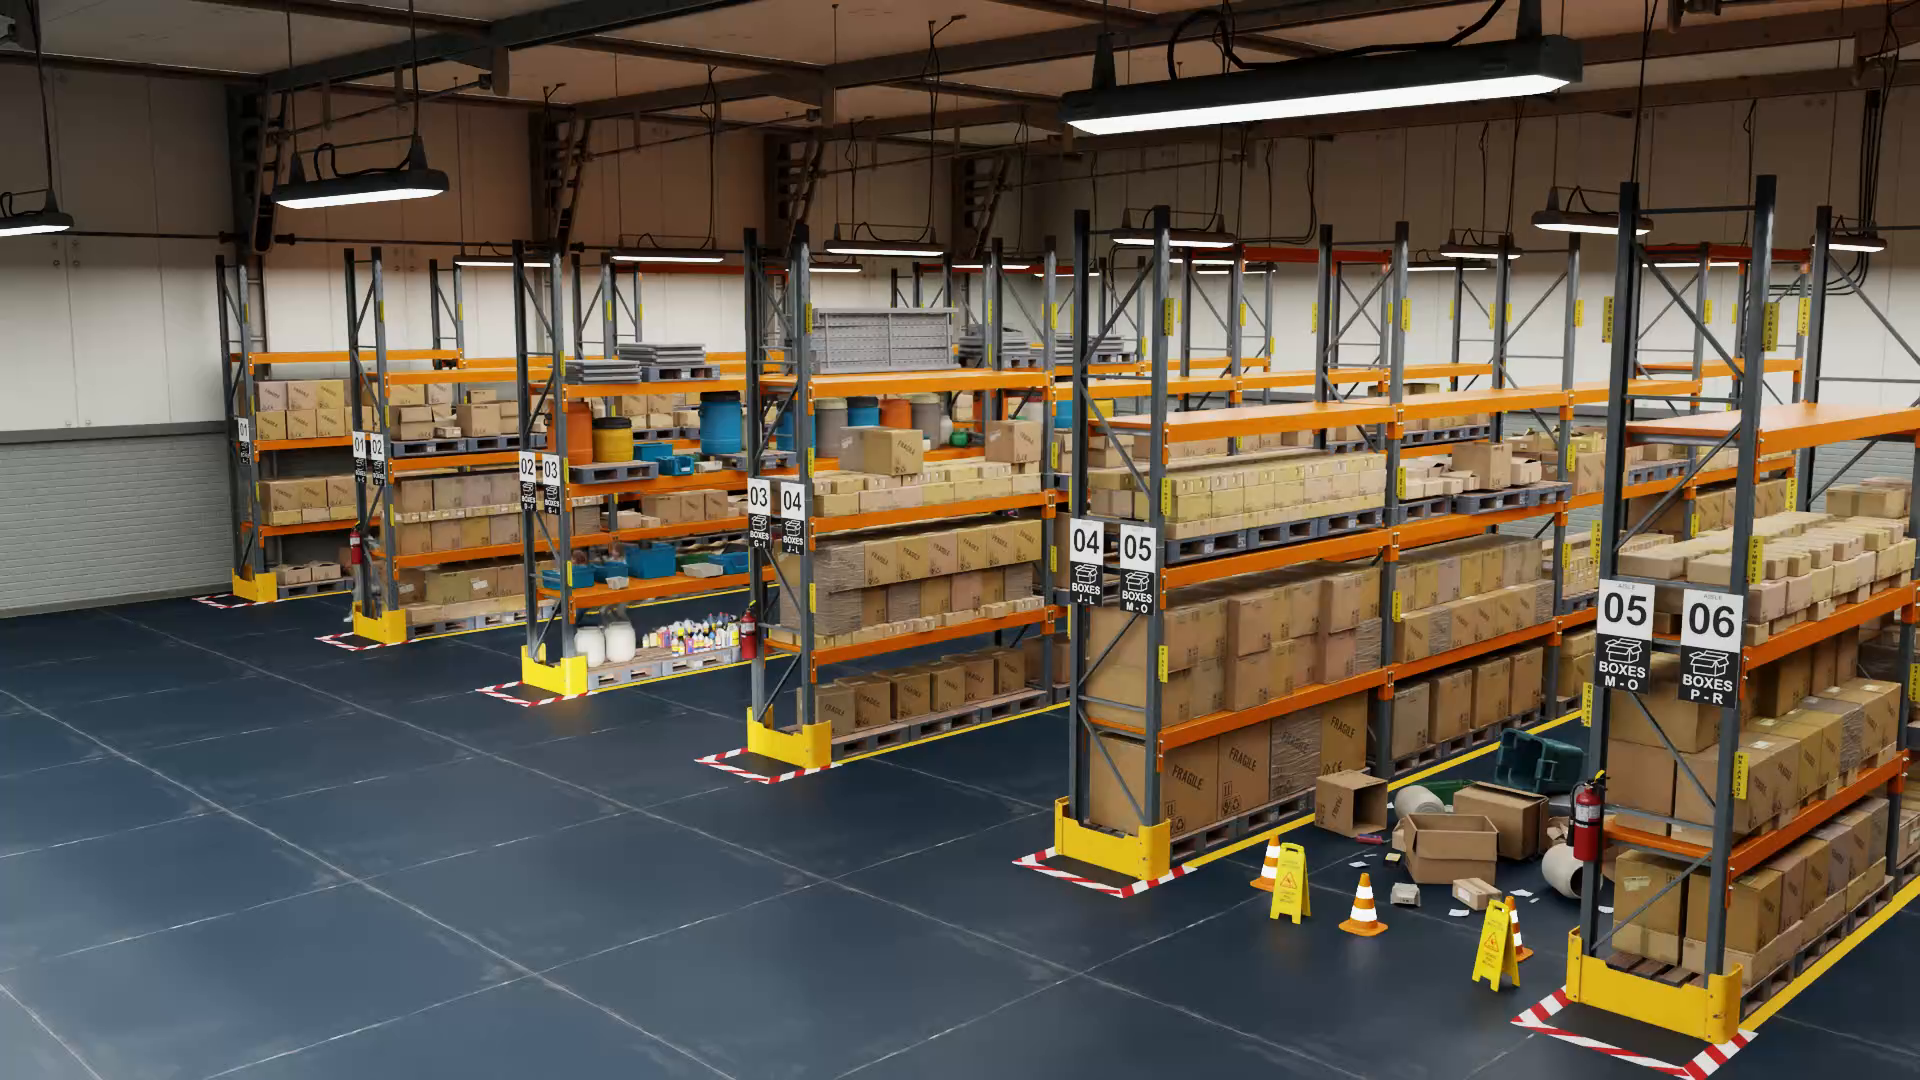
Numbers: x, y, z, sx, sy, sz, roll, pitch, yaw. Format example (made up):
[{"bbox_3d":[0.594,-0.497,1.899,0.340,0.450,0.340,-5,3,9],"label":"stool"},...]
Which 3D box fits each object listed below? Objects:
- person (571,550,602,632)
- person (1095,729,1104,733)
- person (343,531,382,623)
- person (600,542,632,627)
[{"bbox_3d":[-5.618,0.919,24.675,0.607,1.556,0.560,-6,10,-37],"label":"person"},{"bbox_3d":[1.751,1.765,18.453,0.549,1.659,0.695,6,10,36],"label":"person"},{"bbox_3d":[-9.768,0.501,27.331,0.569,1.642,0.925,4,9,24],"label":"person"},{"bbox_3d":[-5.221,0.807,25.222,0.511,1.562,0.633,4,9,28],"label":"person"}]
